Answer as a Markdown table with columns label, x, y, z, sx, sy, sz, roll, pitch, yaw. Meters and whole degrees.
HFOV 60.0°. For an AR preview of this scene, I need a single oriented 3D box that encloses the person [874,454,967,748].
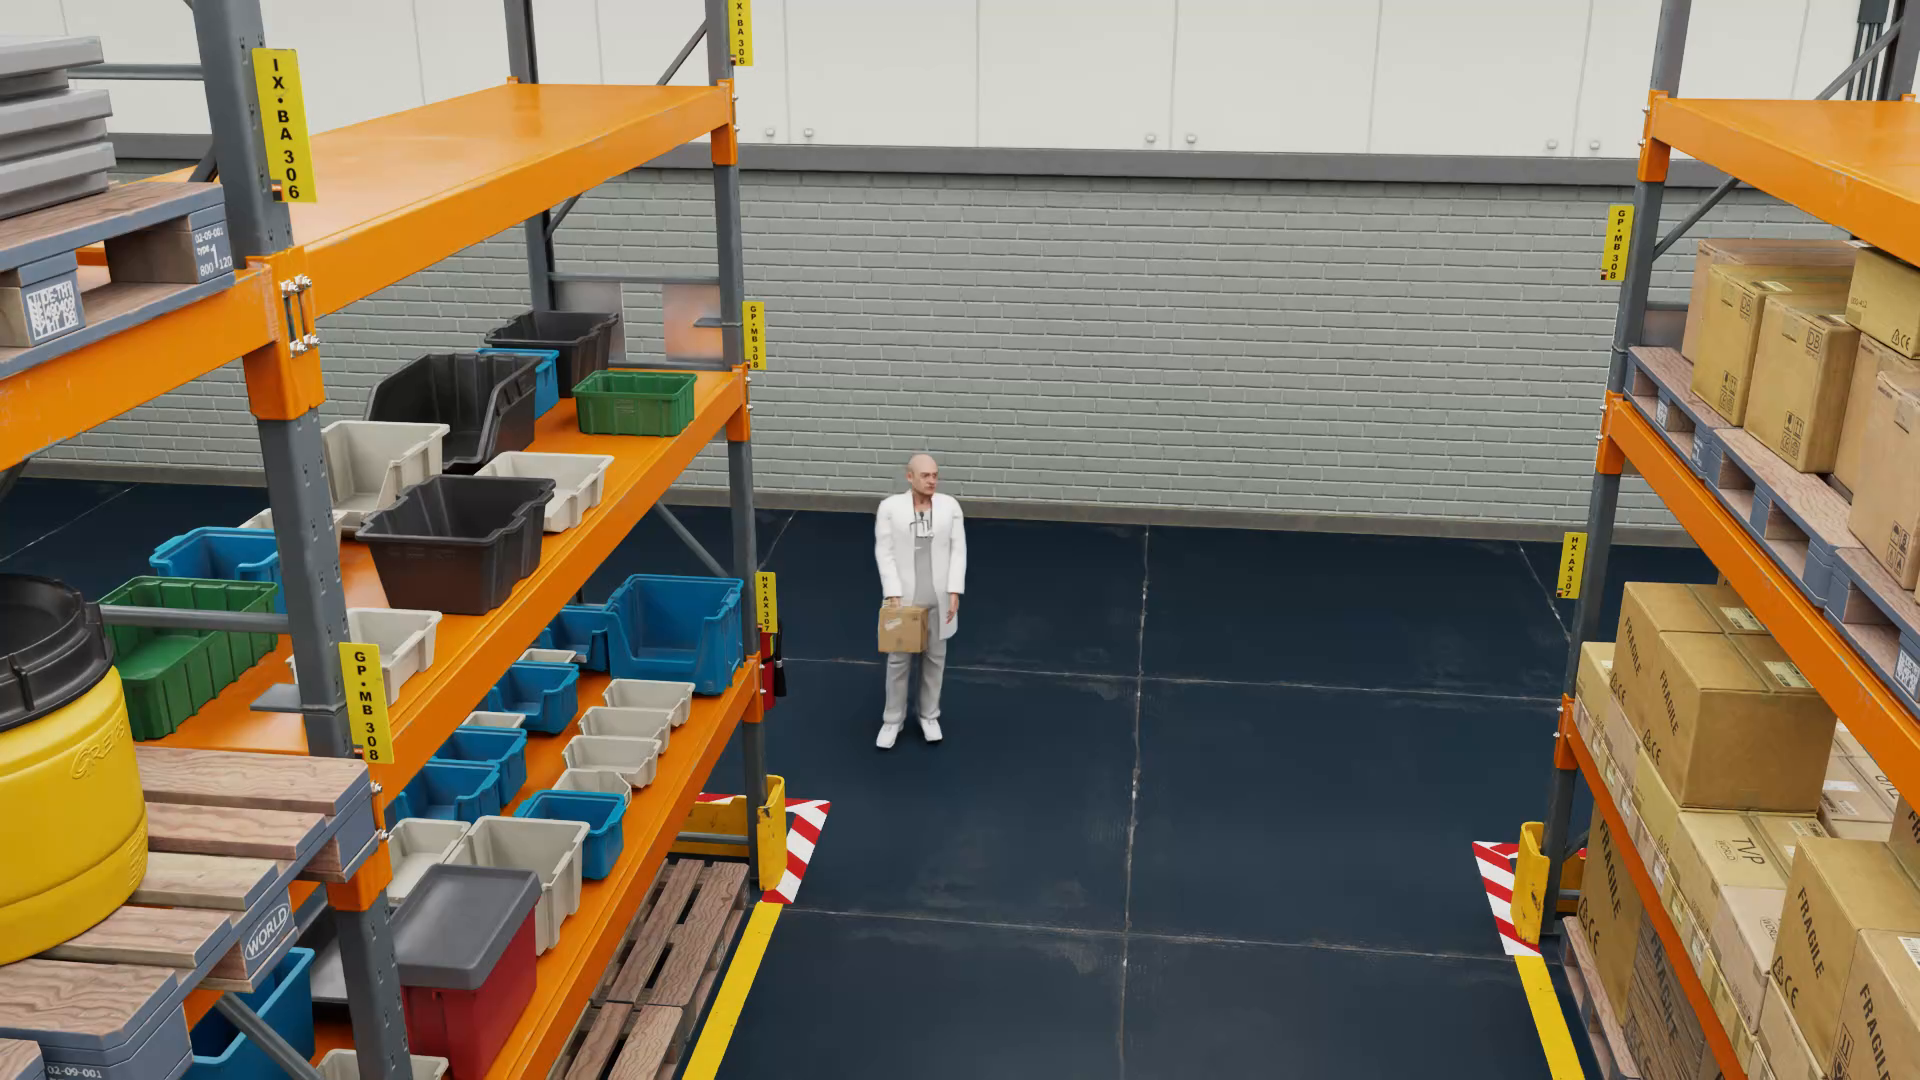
| label | x | y | z | sx | sy | sz | roll | pitch | yaw |
| --- | --- | --- | --- | --- | --- | --- | --- | --- | --- |
| person | -0.244 | 0.371 | 10.104 | 0.606 | 1.784 | 0.469 | -4 | 21 | -10 |
